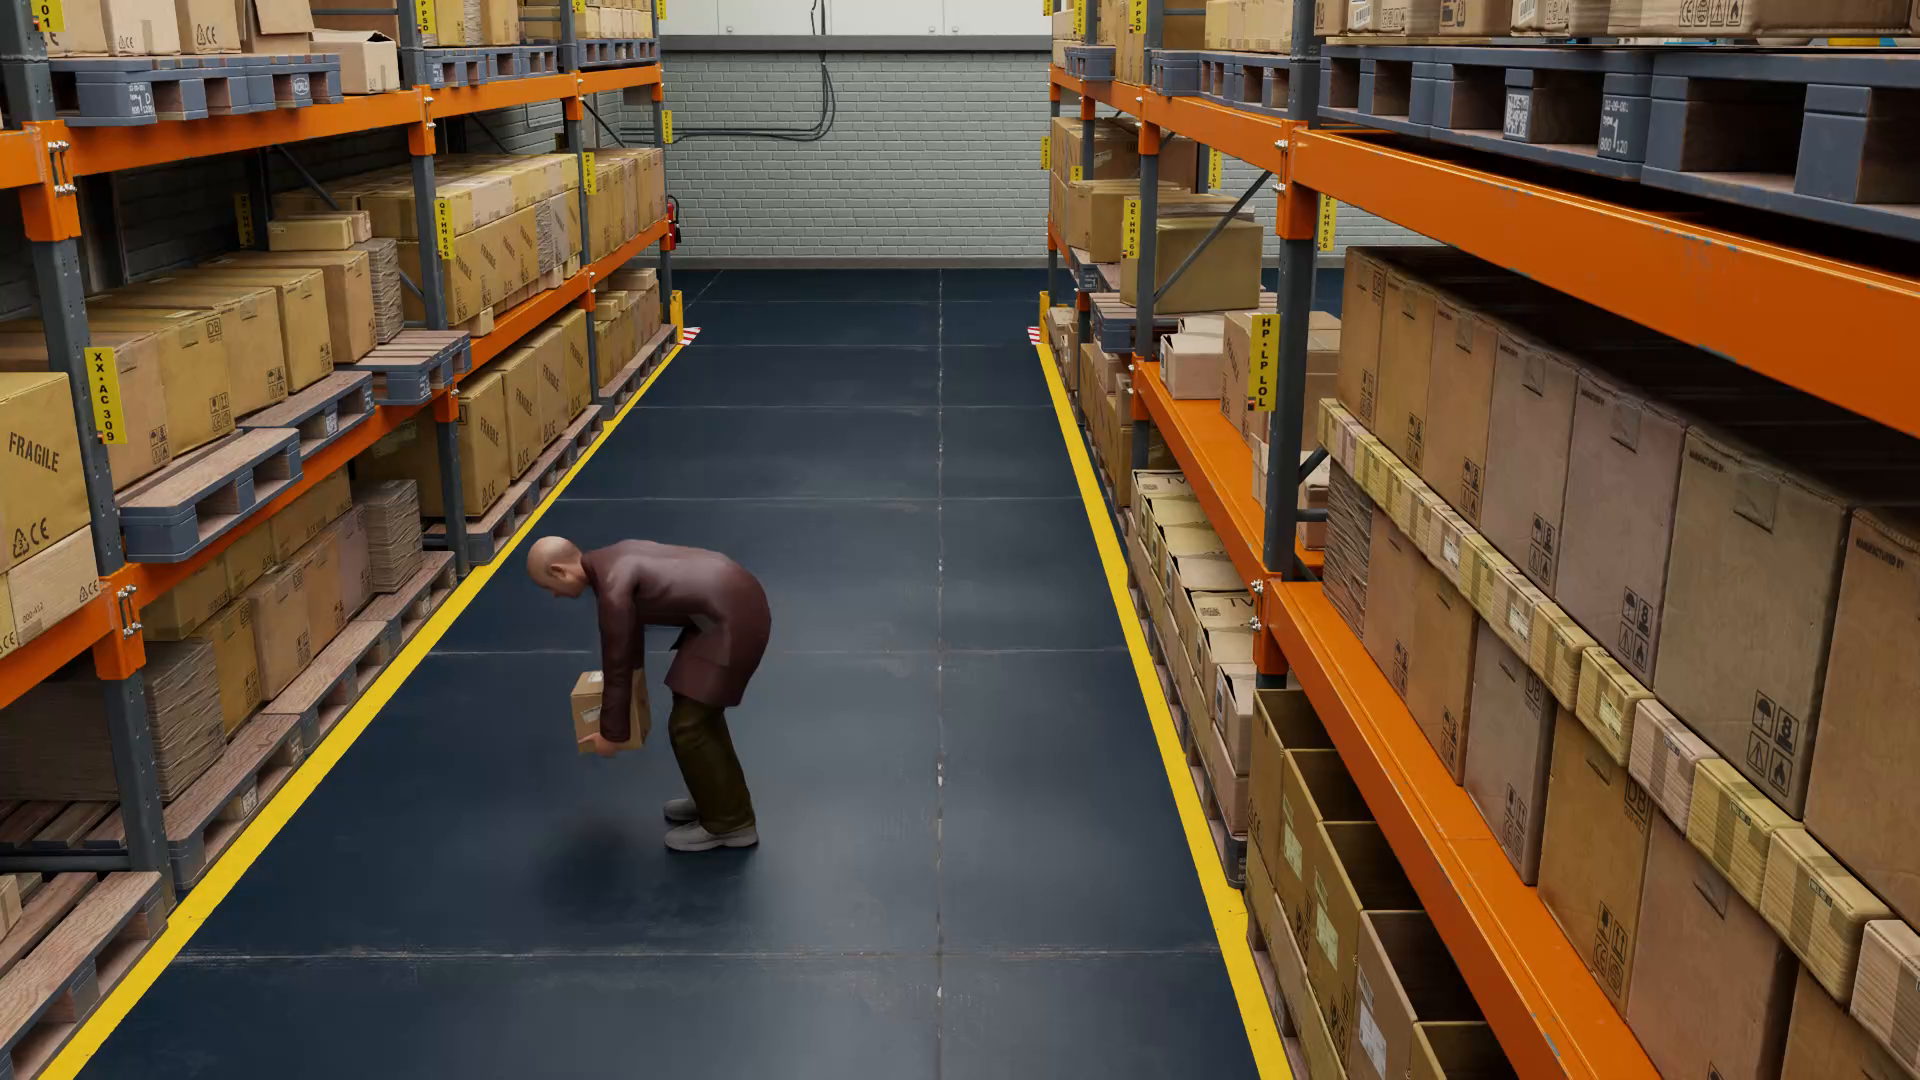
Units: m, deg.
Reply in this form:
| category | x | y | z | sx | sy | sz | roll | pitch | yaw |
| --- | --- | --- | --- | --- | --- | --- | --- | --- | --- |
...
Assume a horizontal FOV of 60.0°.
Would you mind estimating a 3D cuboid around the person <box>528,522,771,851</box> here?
| category | x | y | z | sx | sy | sz | roll | pitch | yaw |
| --- | --- | --- | --- | --- | --- | --- | --- | --- | --- |
| person | -1.198 | 0.555 | 6.552 | 0.914 | 1.309 | 0.553 | -1 | 17 | -2 |
